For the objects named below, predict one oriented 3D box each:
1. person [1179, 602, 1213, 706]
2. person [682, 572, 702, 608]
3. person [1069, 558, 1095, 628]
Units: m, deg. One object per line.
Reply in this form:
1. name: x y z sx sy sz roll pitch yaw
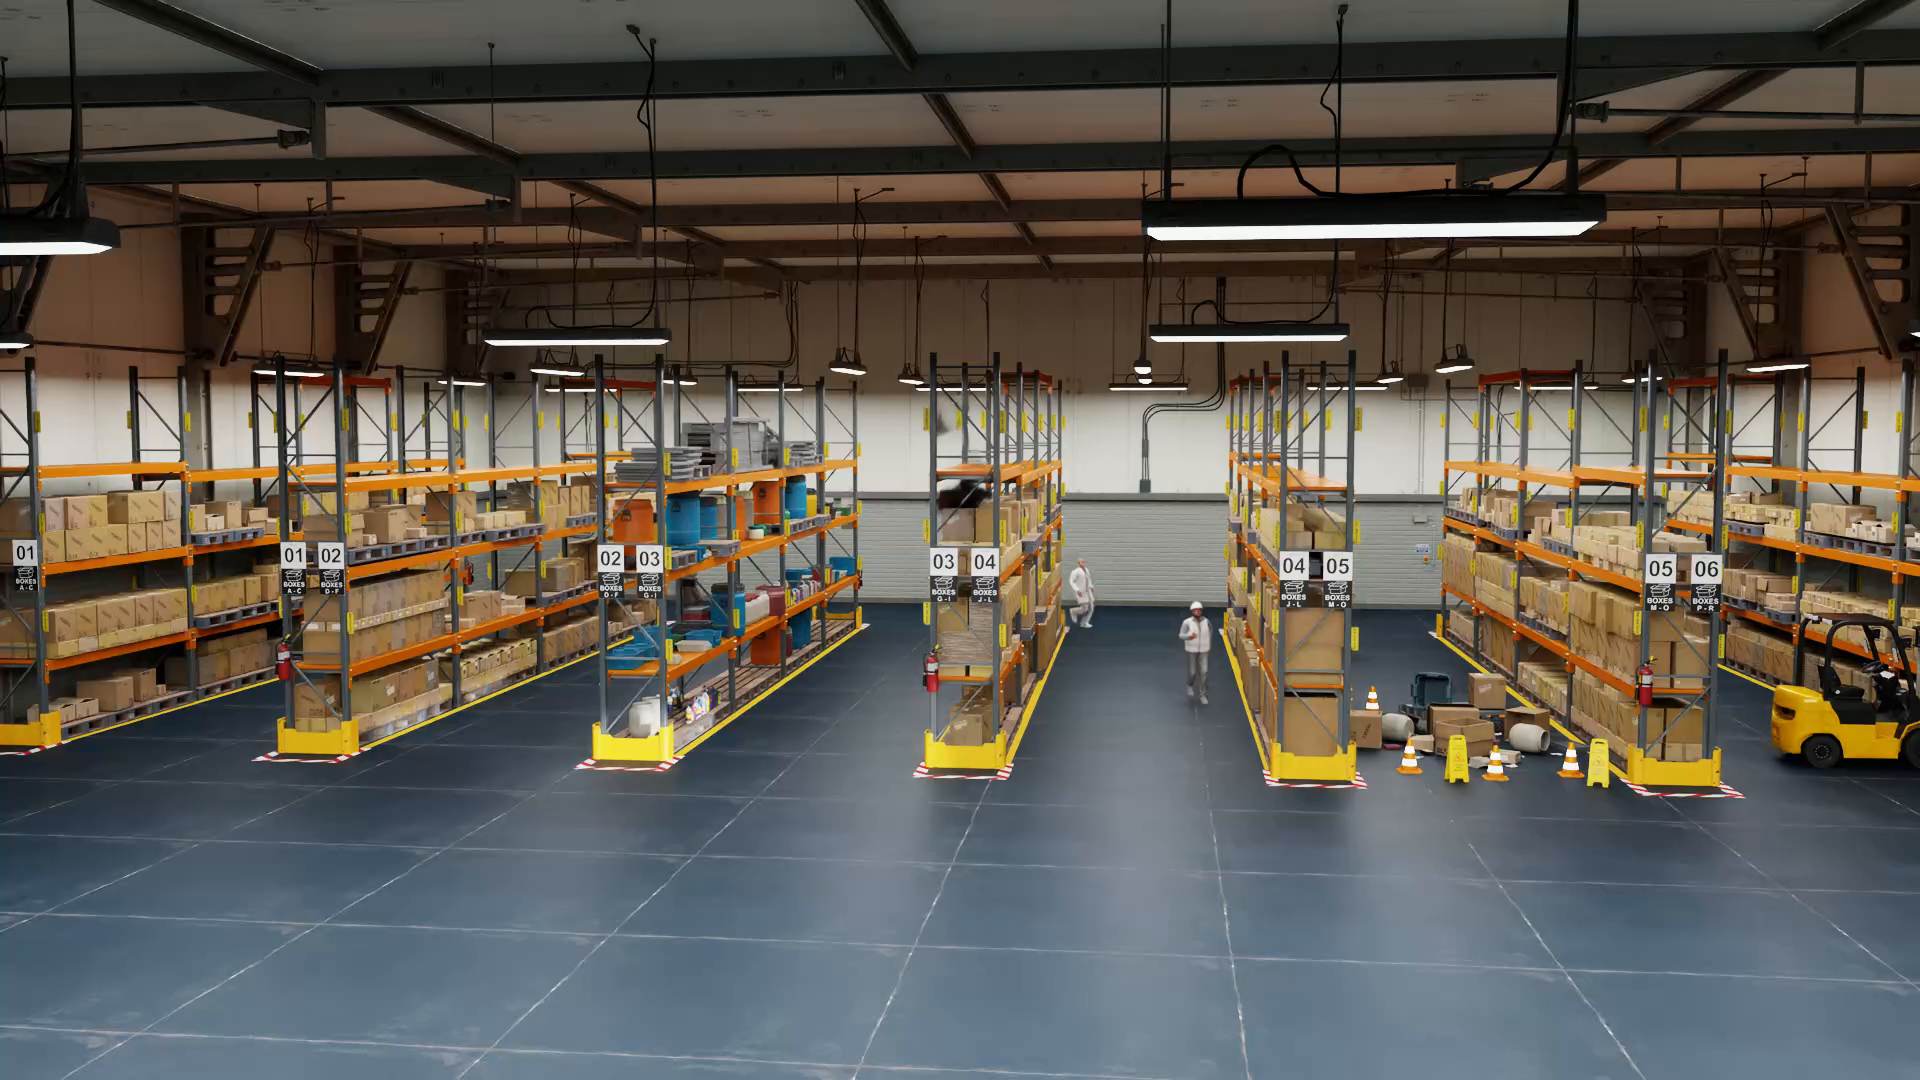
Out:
1. person: 4.229 1.996 29.685 0.653 1.793 0.902 0 4 -3
2. person: -6.881 1.216 42.034 0.633 1.791 0.704 2 4 24
3. person: 2.949 1.284 40.578 0.628 1.710 0.758 4 5 42
